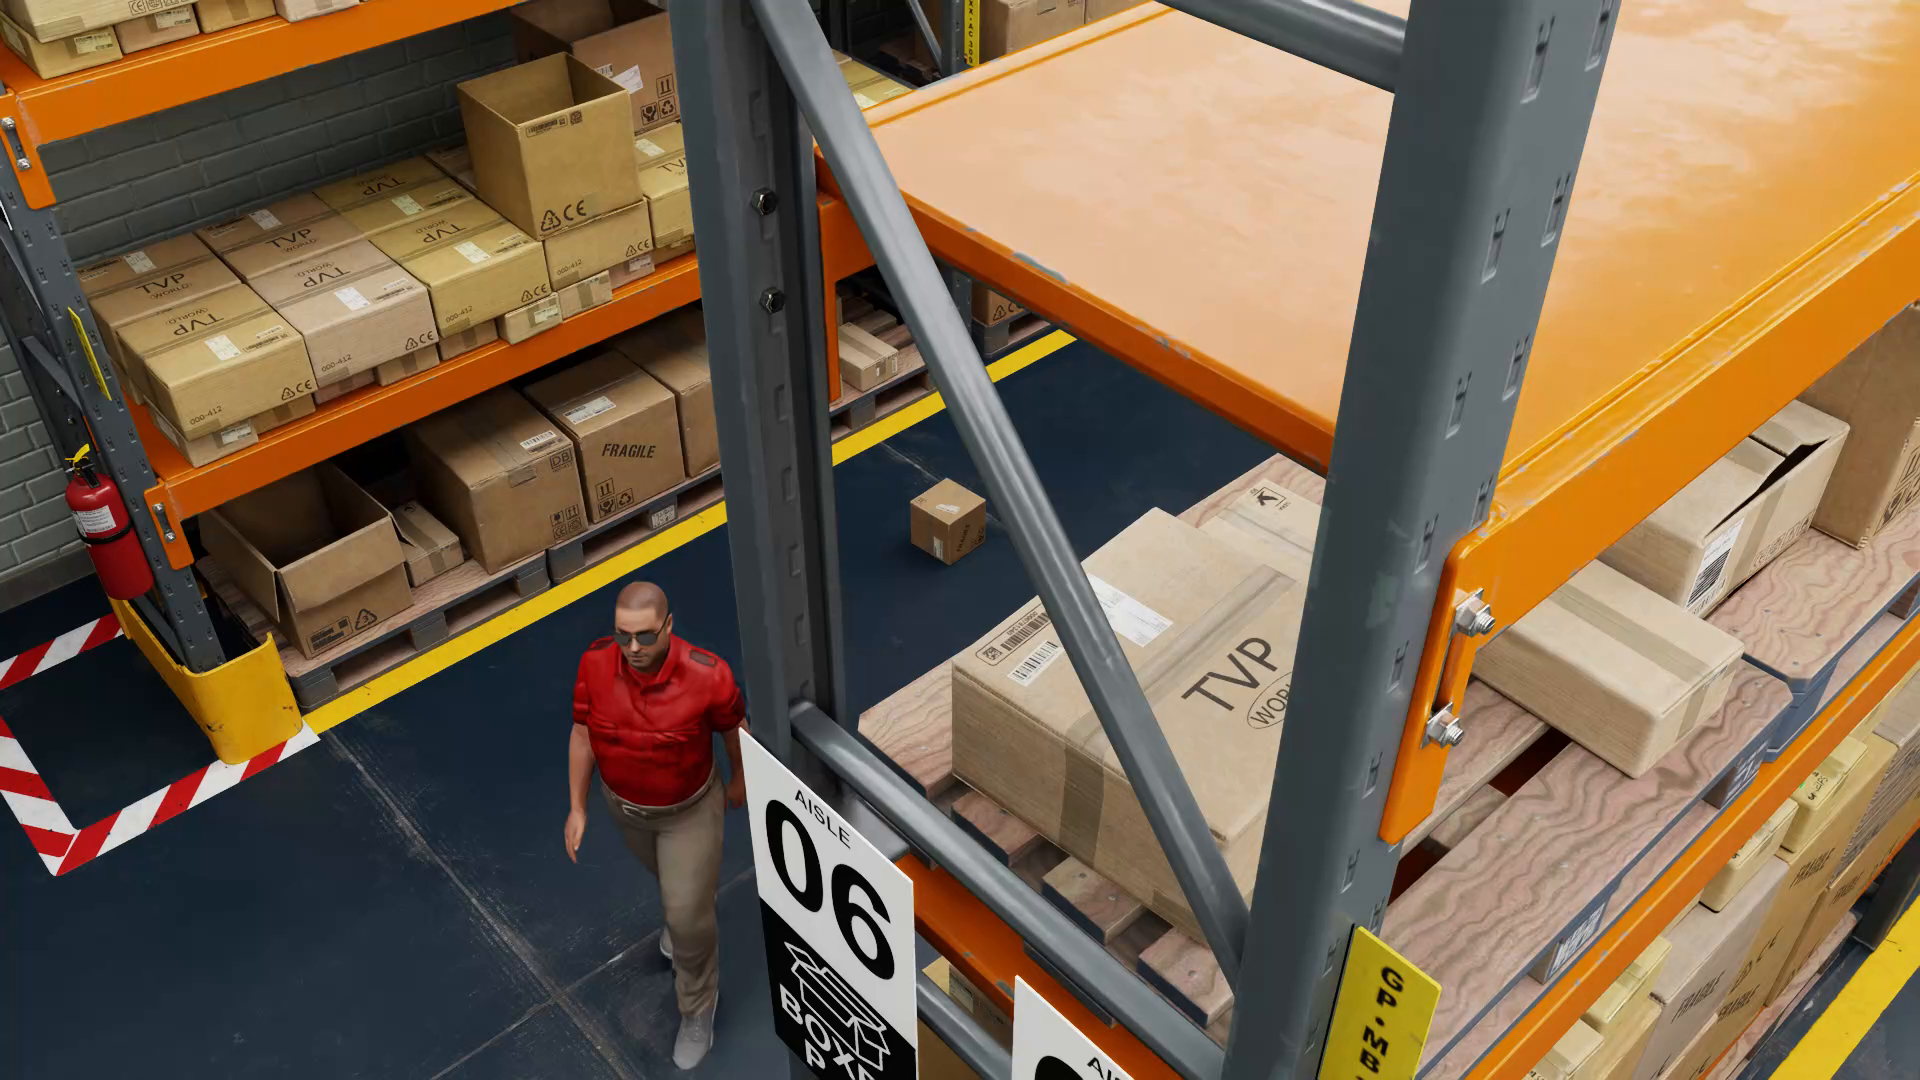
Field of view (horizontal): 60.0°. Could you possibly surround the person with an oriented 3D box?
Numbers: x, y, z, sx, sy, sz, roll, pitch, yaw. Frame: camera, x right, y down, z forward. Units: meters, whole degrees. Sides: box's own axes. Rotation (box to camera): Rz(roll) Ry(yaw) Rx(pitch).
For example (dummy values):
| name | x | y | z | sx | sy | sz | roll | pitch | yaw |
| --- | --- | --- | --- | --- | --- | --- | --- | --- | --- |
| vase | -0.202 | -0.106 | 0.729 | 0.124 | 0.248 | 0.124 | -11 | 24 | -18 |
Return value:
| name | x | y | z | sx | sy | sz | roll | pitch | yaw |
| --- | --- | --- | --- | --- | --- | --- | --- | --- | --- |
| person | -0.996 | 0.916 | 5.421 | 0.535 | 1.784 | 0.708 | 11 | 41 | 13 |
